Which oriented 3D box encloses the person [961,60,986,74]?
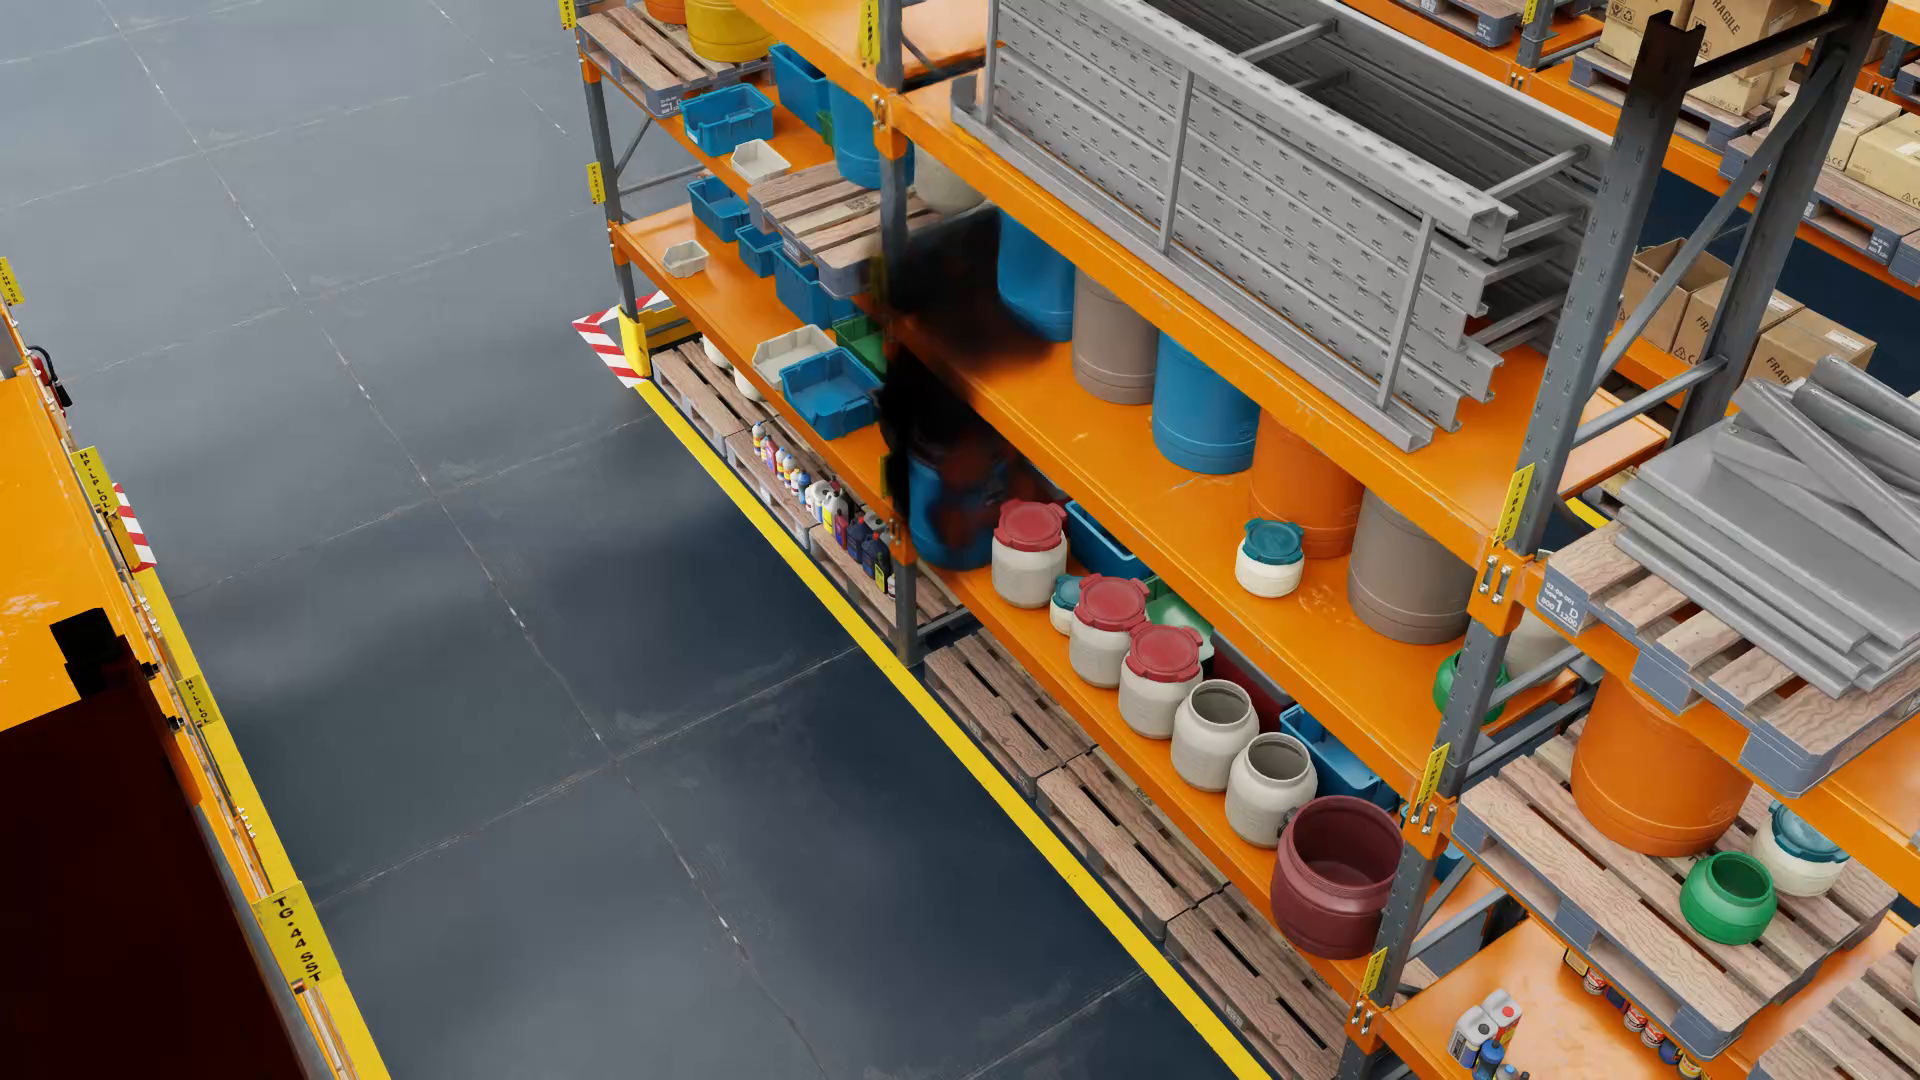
[{"bbox_3d":[0.227,-4.863,15.821,0.635,1.682,0.694,-3,43,-4],"label":"person"}]

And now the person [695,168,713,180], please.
[{"bbox_3d":[-1.977,-3.134,13.838,0.983,1.747,0.760,11,44,11],"label":"person"}]
